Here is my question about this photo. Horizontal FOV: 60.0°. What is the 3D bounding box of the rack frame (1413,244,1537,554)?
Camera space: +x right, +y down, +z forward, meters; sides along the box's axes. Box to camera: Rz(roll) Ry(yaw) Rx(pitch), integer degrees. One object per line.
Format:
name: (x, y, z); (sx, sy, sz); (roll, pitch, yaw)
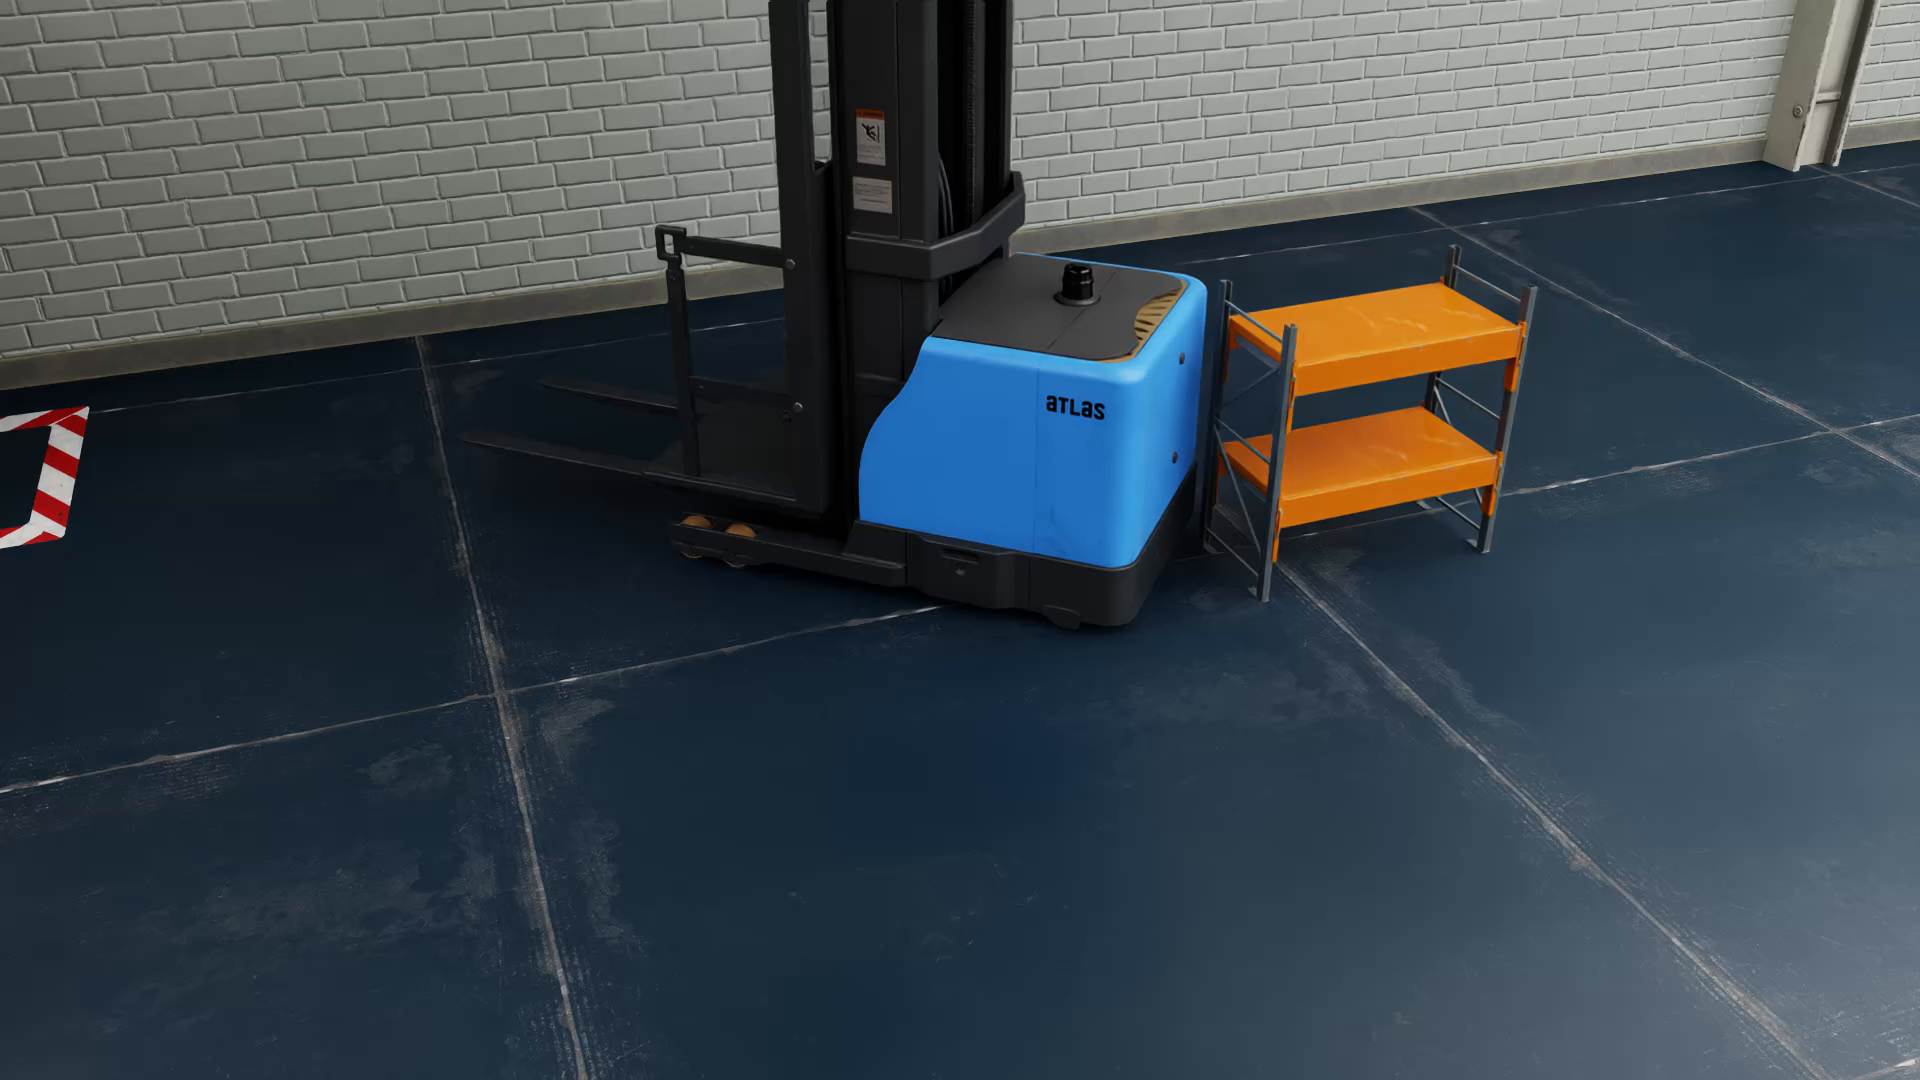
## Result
rack frame: (2.014, -0.550, 6.579); (0.032, 1.125, 0.500); (-11, 32, -19)

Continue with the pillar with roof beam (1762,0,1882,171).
pillar with roof beam: (7.165, -4.466, 5.499); (0.400, 9.000, 9.100); (-10, 31, -18)

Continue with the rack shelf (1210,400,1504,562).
rack shelf: (1.541, -0.245, 6.537); (1.000, 0.278, 0.538); (-11, 32, -19)

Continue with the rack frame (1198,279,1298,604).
rack frame: (1.069, -0.364, 6.253); (0.032, 1.125, 0.500); (-11, 32, -19)

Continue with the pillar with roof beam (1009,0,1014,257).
pillar with roof beam: (1.541, -3.430, 3.681); (0.400, 9.000, 9.100); (-10, 31, -18)

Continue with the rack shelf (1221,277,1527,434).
rack shelf: (1.542, -0.711, 6.271); (1.000, 0.278, 0.538); (-11, 32, -19)

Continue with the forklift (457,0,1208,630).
forklift: (-0.612, -1.396, 6.240); (3.031, 2.935, 1.130); (11, 31, 19)

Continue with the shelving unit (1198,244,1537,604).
shelving unit: (1.541, -0.457, 6.416); (1.048, 1.125, 0.538); (-11, 32, -19)
